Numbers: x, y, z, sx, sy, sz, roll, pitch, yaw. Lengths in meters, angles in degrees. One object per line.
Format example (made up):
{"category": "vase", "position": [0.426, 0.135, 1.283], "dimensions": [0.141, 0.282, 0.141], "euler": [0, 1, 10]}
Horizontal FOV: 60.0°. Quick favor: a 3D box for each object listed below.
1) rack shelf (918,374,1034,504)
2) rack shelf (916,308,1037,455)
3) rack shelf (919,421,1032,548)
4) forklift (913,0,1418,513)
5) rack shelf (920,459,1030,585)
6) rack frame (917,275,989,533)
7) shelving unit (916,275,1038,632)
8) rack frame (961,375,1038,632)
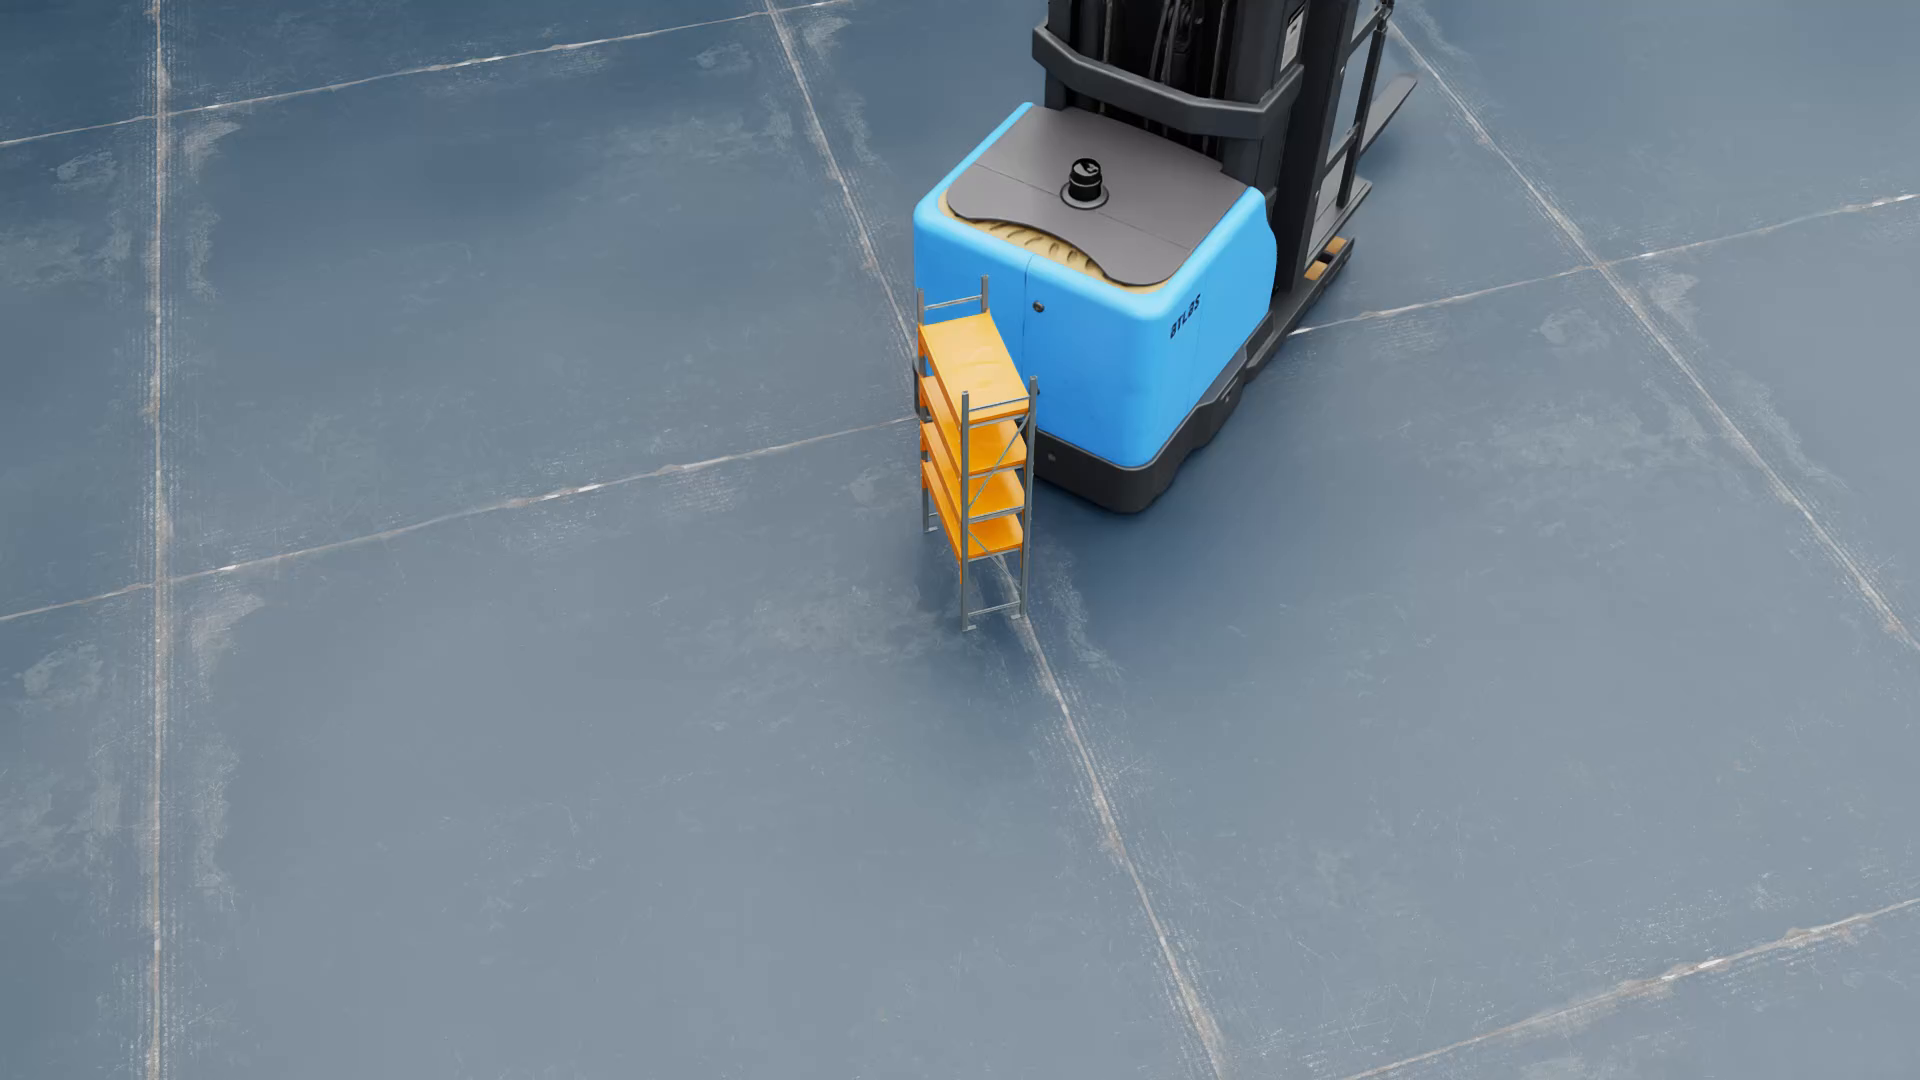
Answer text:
{"category": "rack shelf", "position": [0.049, -0.367, 5.570], "dimensions": [0.258, 0.148, 0.480], "euler": [-13, 51, -11]}
{"category": "rack shelf", "position": [0.049, -0.519, 5.389], "dimensions": [0.258, 0.148, 0.480], "euler": [-13, 51, -11]}
{"category": "rack shelf", "position": [0.049, -0.222, 5.741], "dimensions": [0.258, 0.148, 0.480], "euler": [-13, 51, -11]}
{"category": "forklift", "position": [1.044, -2.156, 6.150], "dimensions": [1.130, 2.935, 3.031], "euler": [26, 55, 21]}
{"category": "rack shelf", "position": [0.049, -0.094, 5.893], "dimensions": [0.258, 0.148, 0.480], "euler": [-13, 51, -11]}
{"category": "rack frame", "position": [-0.023, -0.444, 5.840], "dimensions": [0.240, 1.200, 0.015], "euler": [-13, 51, -11]}
{"category": "shelving unit", "position": [0.049, -0.266, 5.689], "dimensions": [0.258, 1.200, 0.503], "euler": [-13, 51, -11]}
{"category": "rack frame", "position": [0.121, -0.088, 5.539], "dimensions": [0.240, 1.200, 0.015], "euler": [-13, 51, -11]}
